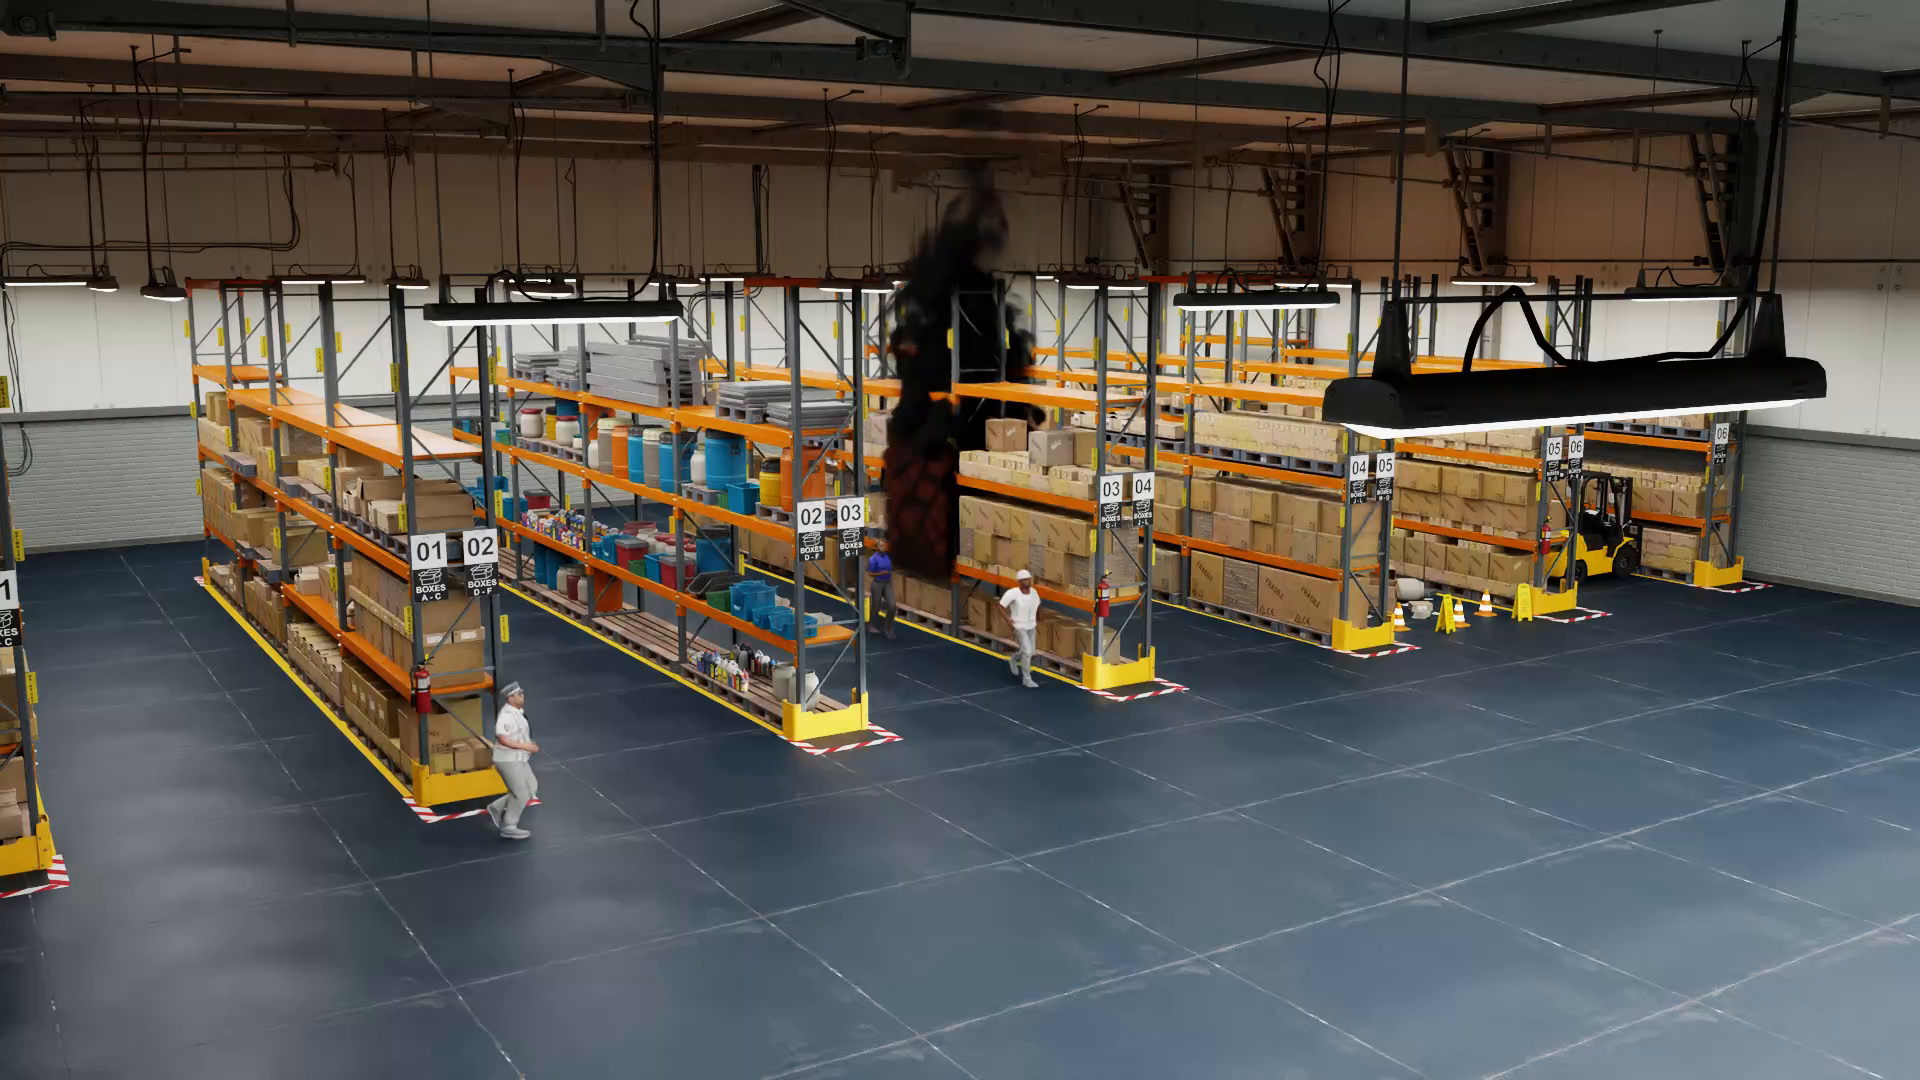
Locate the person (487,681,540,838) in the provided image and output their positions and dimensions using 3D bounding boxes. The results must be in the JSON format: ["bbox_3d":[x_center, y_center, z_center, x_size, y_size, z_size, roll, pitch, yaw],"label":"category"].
[{"bbox_3d":[-4.960,2.417,18.478,0.643,1.724,0.705,0,10,-2],"label":"person"}]

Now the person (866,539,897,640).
[{"bbox_3d":[-1.323,0.840,28.063,0.556,1.701,0.714,-7,12,-35],"label":"person"}]

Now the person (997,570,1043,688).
[{"bbox_3d":[0.919,1.299,24.954,0.723,1.747,0.790,-7,12,-35],"label":"person"}]

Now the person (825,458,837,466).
[{"bbox_3d":[-3.160,-1.409,41.062,0.725,1.752,0.953,6,11,33],"label":"person"}]

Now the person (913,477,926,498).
[{"bbox_3d":[-0.776,-0.557,36.309,0.619,1.685,0.644,-5,11,-29],"label":"person"}]
